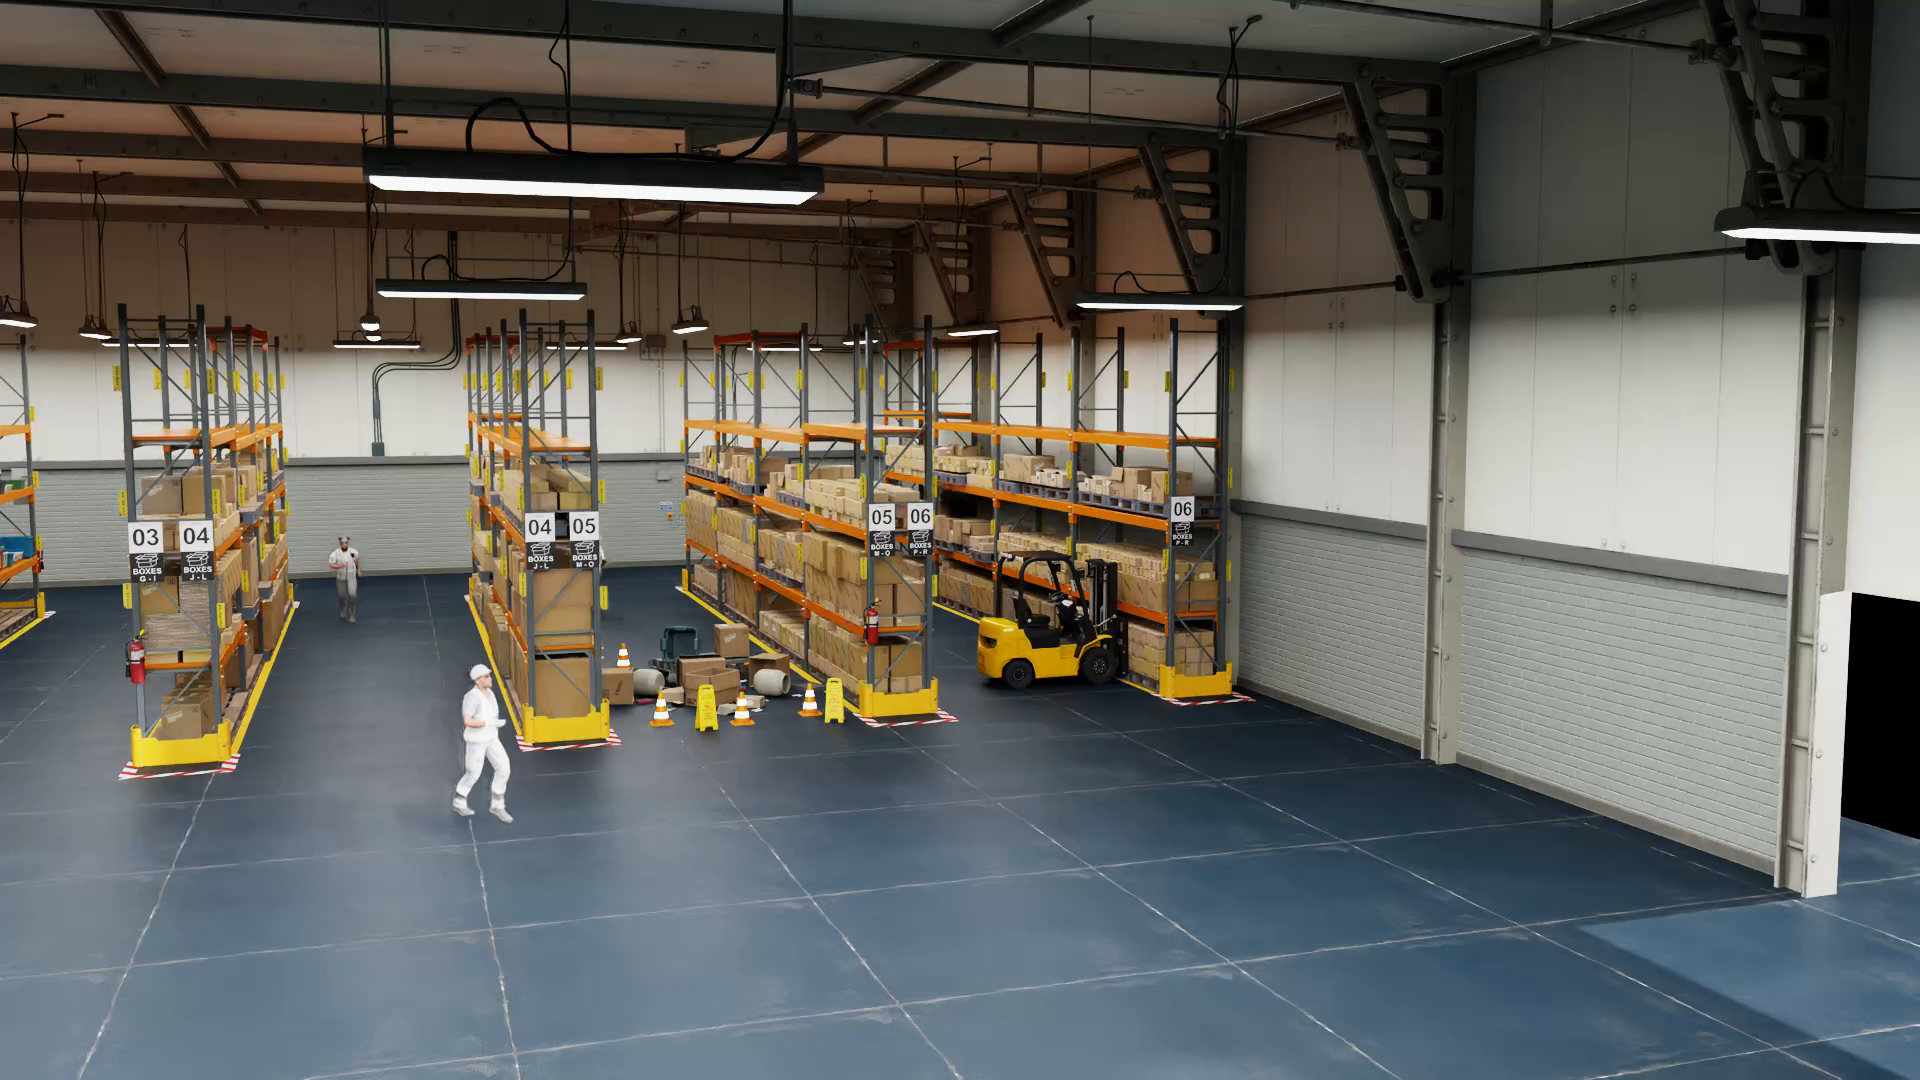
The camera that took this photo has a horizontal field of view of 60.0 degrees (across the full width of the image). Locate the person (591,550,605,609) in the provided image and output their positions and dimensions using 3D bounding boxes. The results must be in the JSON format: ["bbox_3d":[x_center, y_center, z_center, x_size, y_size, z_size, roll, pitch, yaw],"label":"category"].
[{"bbox_3d":[-8.082,0.716,36.541,0.575,1.646,0.570,-4,6,-33],"label":"person"}]

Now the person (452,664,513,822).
[{"bbox_3d":[-5.450,2.321,18.909,0.797,1.831,0.636,2,6,21],"label":"person"}]

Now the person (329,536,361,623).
[{"bbox_3d":[-12.873,0.828,34.844,0.630,1.841,0.872,-2,6,-22],"label":"person"}]
